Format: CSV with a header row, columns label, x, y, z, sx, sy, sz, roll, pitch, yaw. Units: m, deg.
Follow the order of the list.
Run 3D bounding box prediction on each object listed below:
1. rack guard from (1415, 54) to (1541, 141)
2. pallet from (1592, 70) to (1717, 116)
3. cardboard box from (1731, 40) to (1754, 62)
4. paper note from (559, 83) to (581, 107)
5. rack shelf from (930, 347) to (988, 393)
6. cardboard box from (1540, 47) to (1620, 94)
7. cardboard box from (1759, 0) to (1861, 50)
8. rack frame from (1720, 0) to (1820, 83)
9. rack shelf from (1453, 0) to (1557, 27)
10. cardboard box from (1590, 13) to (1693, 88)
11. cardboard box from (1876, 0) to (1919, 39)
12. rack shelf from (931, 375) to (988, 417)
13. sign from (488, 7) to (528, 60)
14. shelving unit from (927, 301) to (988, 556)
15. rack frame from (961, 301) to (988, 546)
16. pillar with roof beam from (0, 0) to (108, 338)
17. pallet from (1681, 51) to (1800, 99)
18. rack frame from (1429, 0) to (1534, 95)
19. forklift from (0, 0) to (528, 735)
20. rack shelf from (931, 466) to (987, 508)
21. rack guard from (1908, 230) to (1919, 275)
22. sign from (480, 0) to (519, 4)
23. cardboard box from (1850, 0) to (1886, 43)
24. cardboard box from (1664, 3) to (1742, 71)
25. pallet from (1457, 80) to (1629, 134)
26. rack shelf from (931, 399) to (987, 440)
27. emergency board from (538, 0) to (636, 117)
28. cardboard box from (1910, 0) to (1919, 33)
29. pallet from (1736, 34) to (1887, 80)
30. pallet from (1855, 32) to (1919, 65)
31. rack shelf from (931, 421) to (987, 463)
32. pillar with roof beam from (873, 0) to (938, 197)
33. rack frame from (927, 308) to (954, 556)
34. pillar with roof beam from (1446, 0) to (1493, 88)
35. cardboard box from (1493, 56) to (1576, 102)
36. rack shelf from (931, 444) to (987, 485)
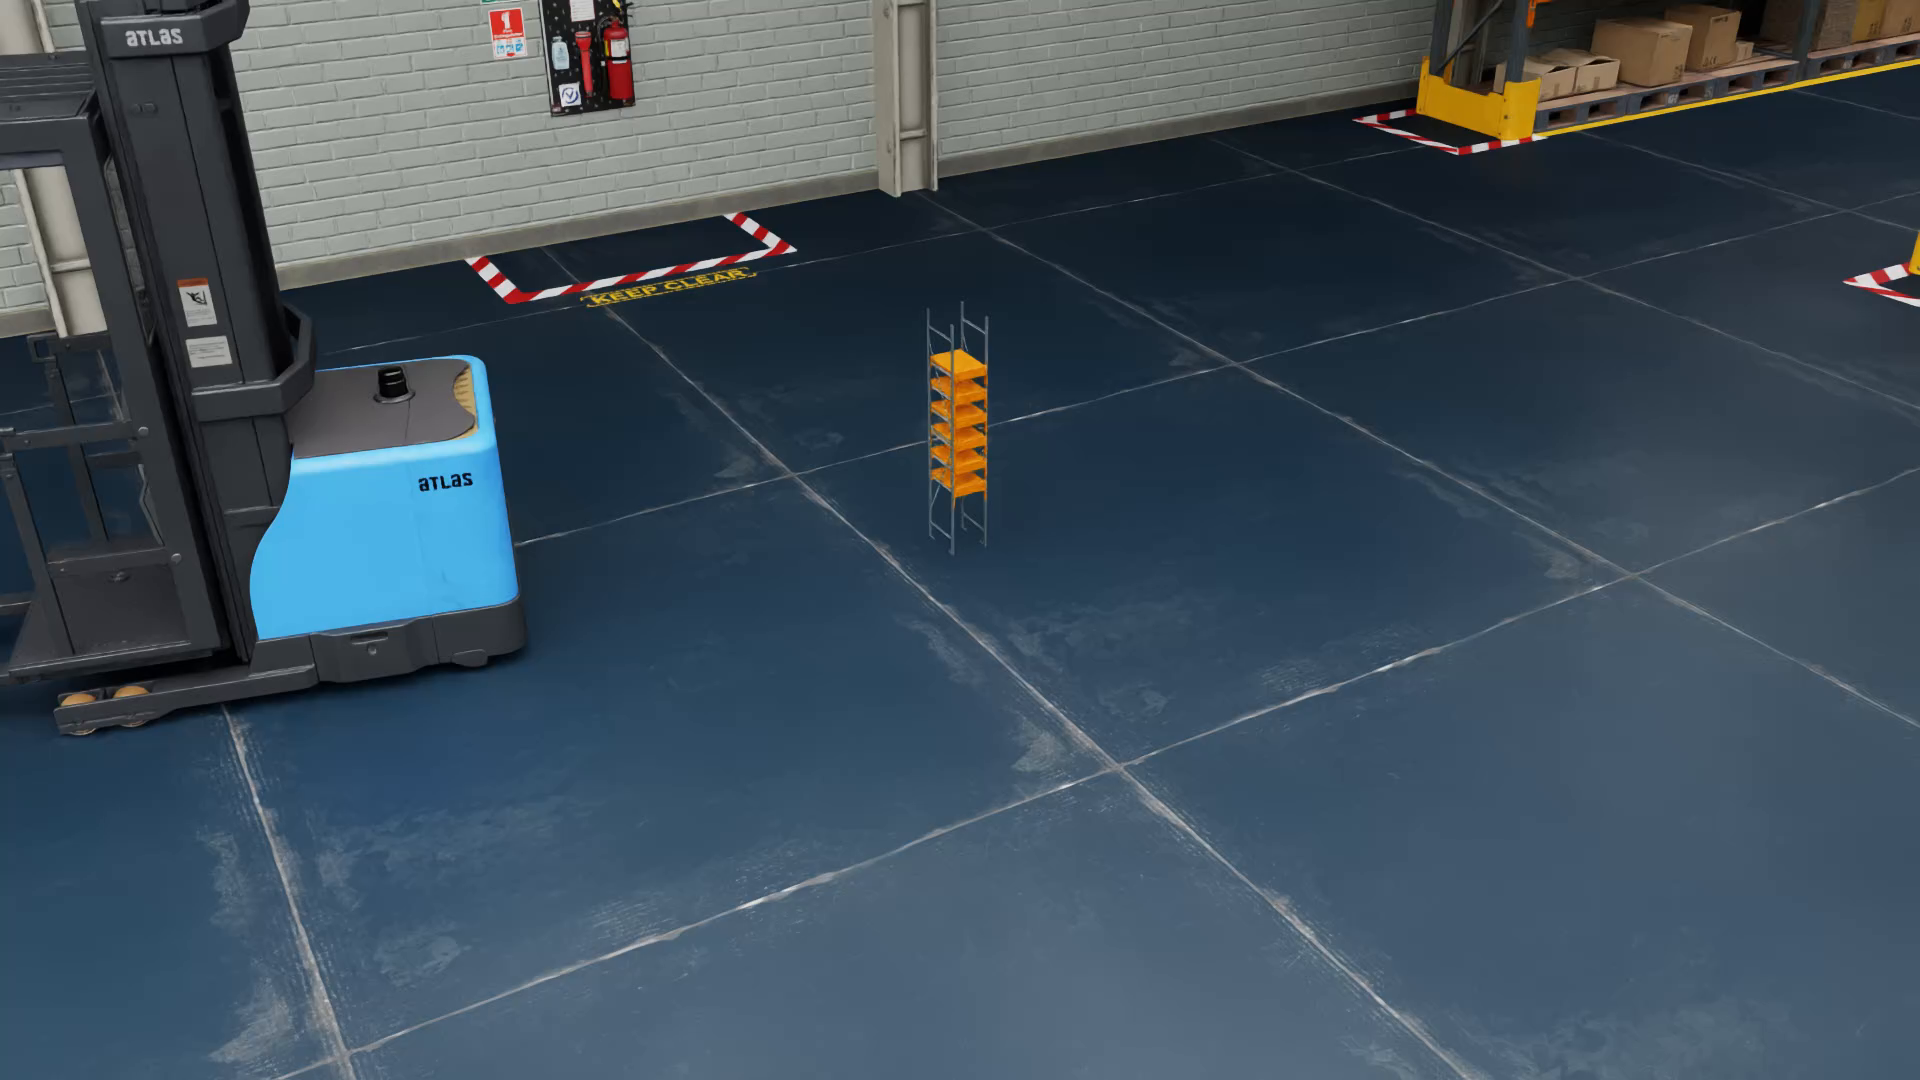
label,x,y,z,sx,sy,sz,roll,pitch,yaw
rack guard,4.652,-4.001,14.982,0.348,0.500,1.175,-16,33,-26
pallet,6.421,-4.355,15.923,1.213,0.211,1.003,-16,33,-26
cardboard box,7.590,-4.864,16.437,0.250,0.166,0.380,-21,35,-33
paper note,-2.758,-3.150,11.766,0.142,0.148,0.016,-16,33,-26
rack shelf,-0.012,-0.798,7.801,0.180,0.103,0.258,-16,33,-26
cardboard box,5.721,-4.363,15.380,0.500,0.311,0.500,-13,31,-22
cardboard box,8.662,-5.341,16.955,0.500,0.500,0.700,-15,32,-25
rack frame,8.036,-6.056,16.119,0.127,3.000,1.000,-16,33,-26
rack shelf,6.311,-5.251,15.405,4.000,0.370,1.077,-16,33,-26
cardboard box,6.378,-4.605,15.621,0.500,0.500,0.700,-18,34,-29
cardboard box,9.542,-5.596,17.418,0.500,0.500,0.700,-15,32,-26
rack shelf,-0.012,-0.693,7.859,0.180,0.103,0.258,-16,33,-26
sign,-3.100,-3.474,11.403,0.234,0.329,0.001,-16,33,-26
shelving unit,-0.012,-0.522,7.954,0.189,1.200,0.258,-16,33,-26
rack frame,0.066,-0.544,7.994,0.006,1.200,0.240,-16,33,-26
pillar with roof beam,-3.413,-3.504,5.286,0.400,9.000,9.100,-16,33,-26
pallet,7.475,-4.656,16.468,1.213,0.211,1.003,-16,33,-26
rack frame,4.587,-5.077,14.344,0.127,3.000,1.000,-16,33,-26
forklift,-3.472,-0.771,6.613,3.031,2.935,1.130,-8,30,-15
rack shelf,-0.012,-0.273,8.091,0.180,0.103,0.258,-16,33,-26
rack guard,7.079,-1.914,11.200,0.348,0.500,1.175,-16,33,-26
sign,-3.091,-3.703,11.270,0.331,0.109,0.001,-16,33,-26
cardboard box,9.082,-5.488,17.222,0.500,0.500,0.700,-17,33,-27
cardboard box,7.161,-4.883,16.126,0.500,0.500,0.500,-19,34,-30
pallet,5.371,-4.058,15.385,1.213,0.211,1.003,-16,33,-26
rack shelf,-0.012,-0.588,7.917,0.180,0.103,0.258,-16,33,-26
emergency board,-2.571,-3.551,11.579,0.643,1.169,0.194,-16,33,-26
cardboard box,9.973,-5.724,17.649,0.500,0.500,0.700,-16,33,-27
pallet,8.706,-5.026,17.139,1.213,0.211,1.003,-16,33,-26
pallet,9.759,-5.327,17.683,1.213,0.211,1.003,-16,33,-26
rack shelf,-0.012,-0.483,7.975,0.180,0.103,0.258,-16,33,-26
pillar with roof beam,1.760,-4.973,7.947,0.400,9.000,9.100,-16,33,-26
rack frame,-0.091,-0.499,7.913,0.006,1.200,0.240,-16,33,-26
pillar with roof beam,6.933,-6.441,10.609,0.400,9.000,9.100,-16,33,-26
cardboard box,5.229,-4.224,15.127,0.500,0.311,0.500,-20,35,-32
rack shelf,-0.012,-0.378,8.033,0.180,0.103,0.258,-16,33,-26
